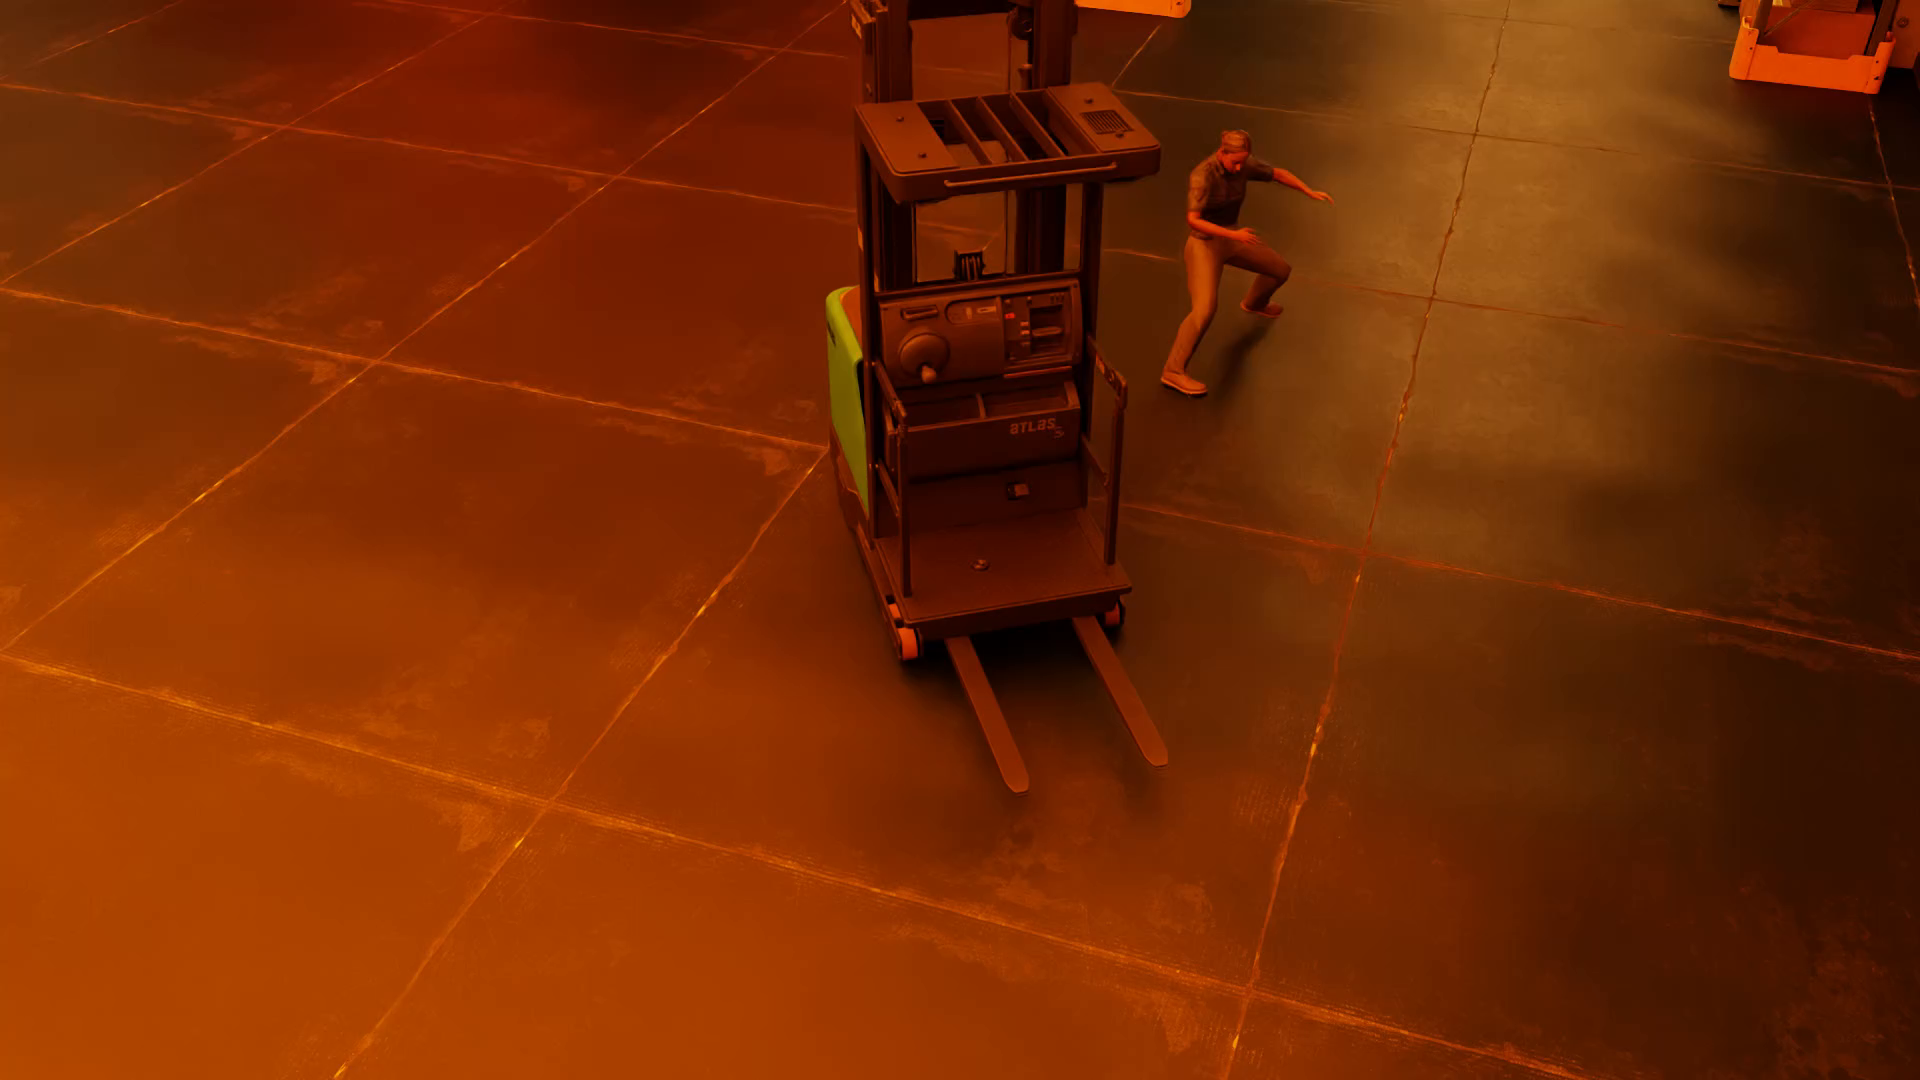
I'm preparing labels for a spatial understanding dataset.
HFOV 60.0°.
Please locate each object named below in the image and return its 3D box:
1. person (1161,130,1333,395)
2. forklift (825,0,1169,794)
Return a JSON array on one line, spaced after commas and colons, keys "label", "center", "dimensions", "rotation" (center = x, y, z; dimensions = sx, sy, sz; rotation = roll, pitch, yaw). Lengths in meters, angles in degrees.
[{"label": "person", "center": [1.665, -1.734, 9.857], "dimensions": [1.194, 1.426, 0.617], "rotation": [-22, 41, -28]}, {"label": "forklift", "center": [0.159, -0.874, 7.343], "dimensions": [1.130, 2.935, 3.031], "rotation": [-9, 36, -12]}]
